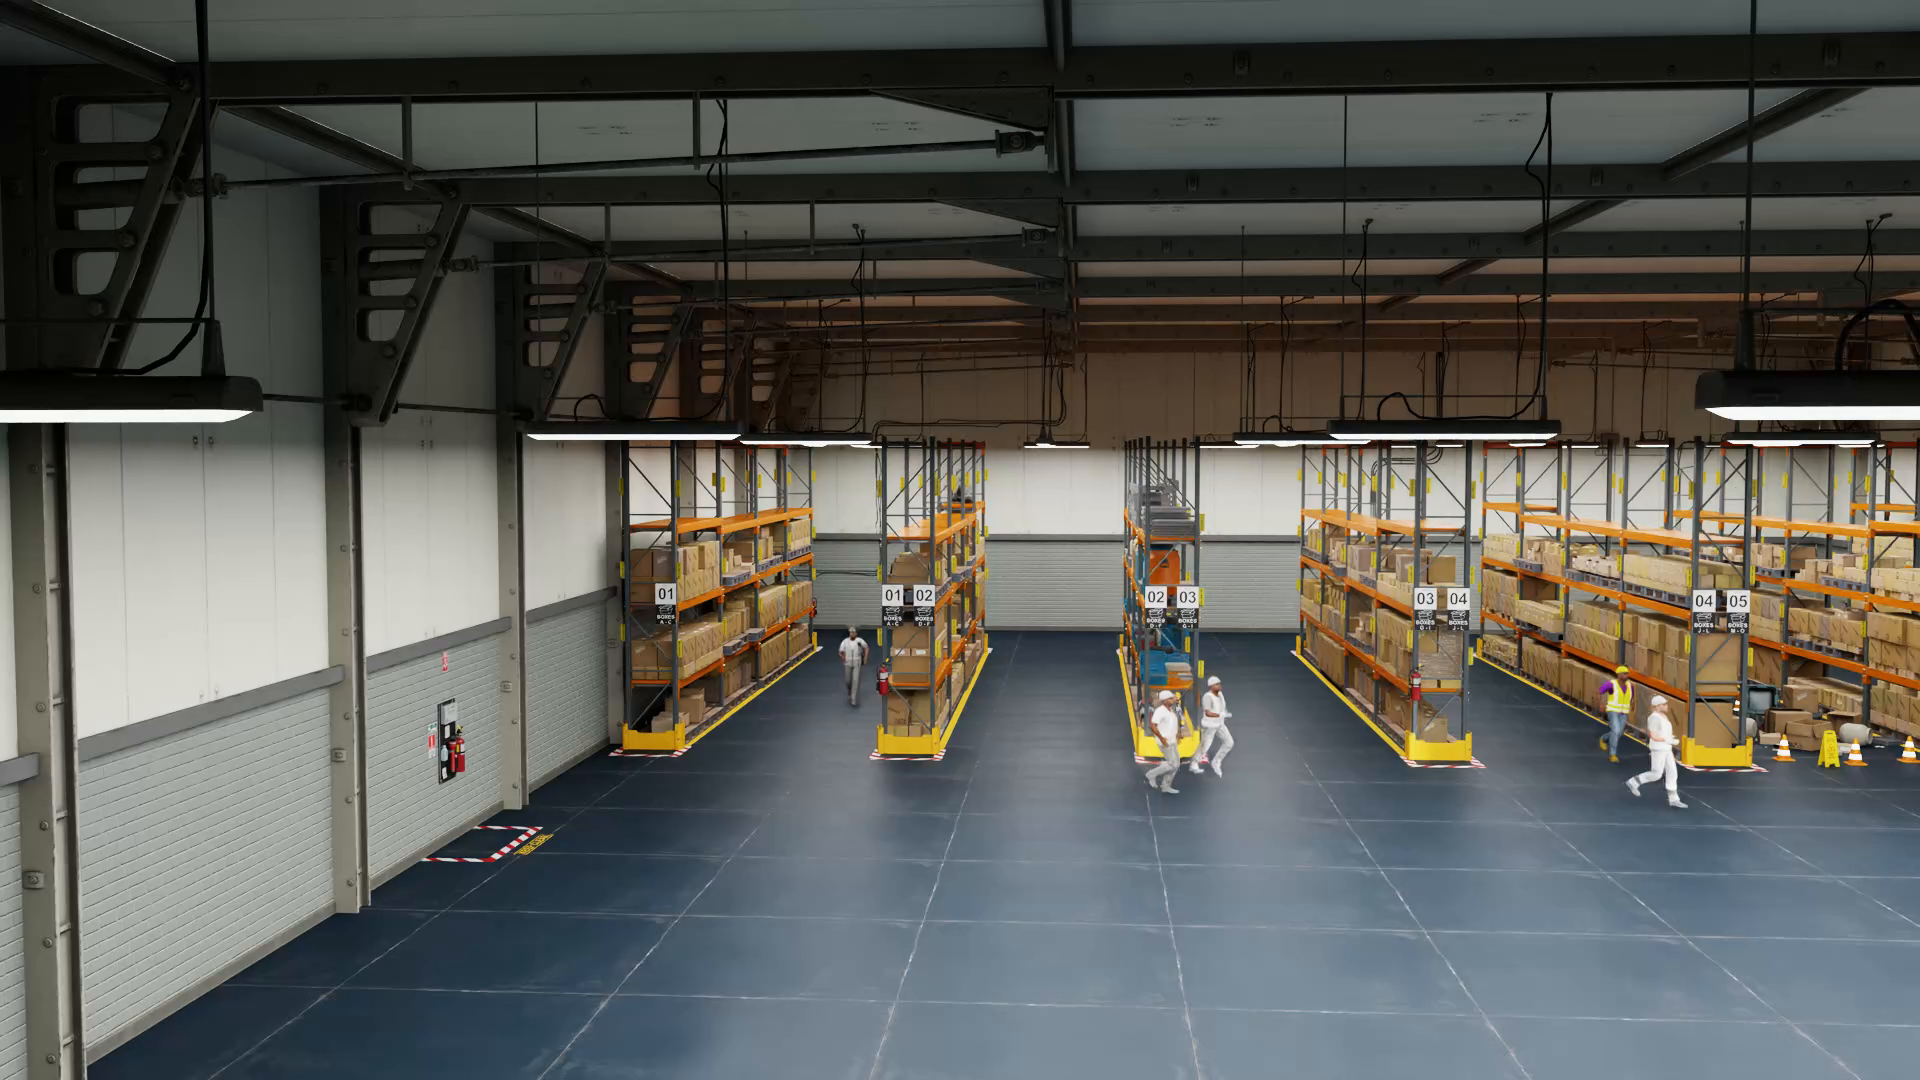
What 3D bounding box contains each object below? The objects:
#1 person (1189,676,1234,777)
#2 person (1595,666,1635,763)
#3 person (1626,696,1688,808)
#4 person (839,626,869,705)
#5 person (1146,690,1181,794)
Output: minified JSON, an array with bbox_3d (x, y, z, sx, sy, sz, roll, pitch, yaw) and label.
[{"bbox_3d":[4.462,3.266,29.183,0.865,1.768,0.703,3,4,43],"label":"person"},{"bbox_3d":[12.234,3.212,30.983,0.744,1.741,0.831,-1,3,-11],"label":"person"},{"bbox_3d":[11.251,3.388,26.781,0.964,1.773,0.664,3,4,42],"label":"person"},{"bbox_3d":[-2.418,2.823,37.741,0.678,1.747,0.992,0,3,1],"label":"person"},{"bbox_3d":[3.407,3.374,27.830,0.557,1.728,0.713,1,3,26],"label":"person"}]
